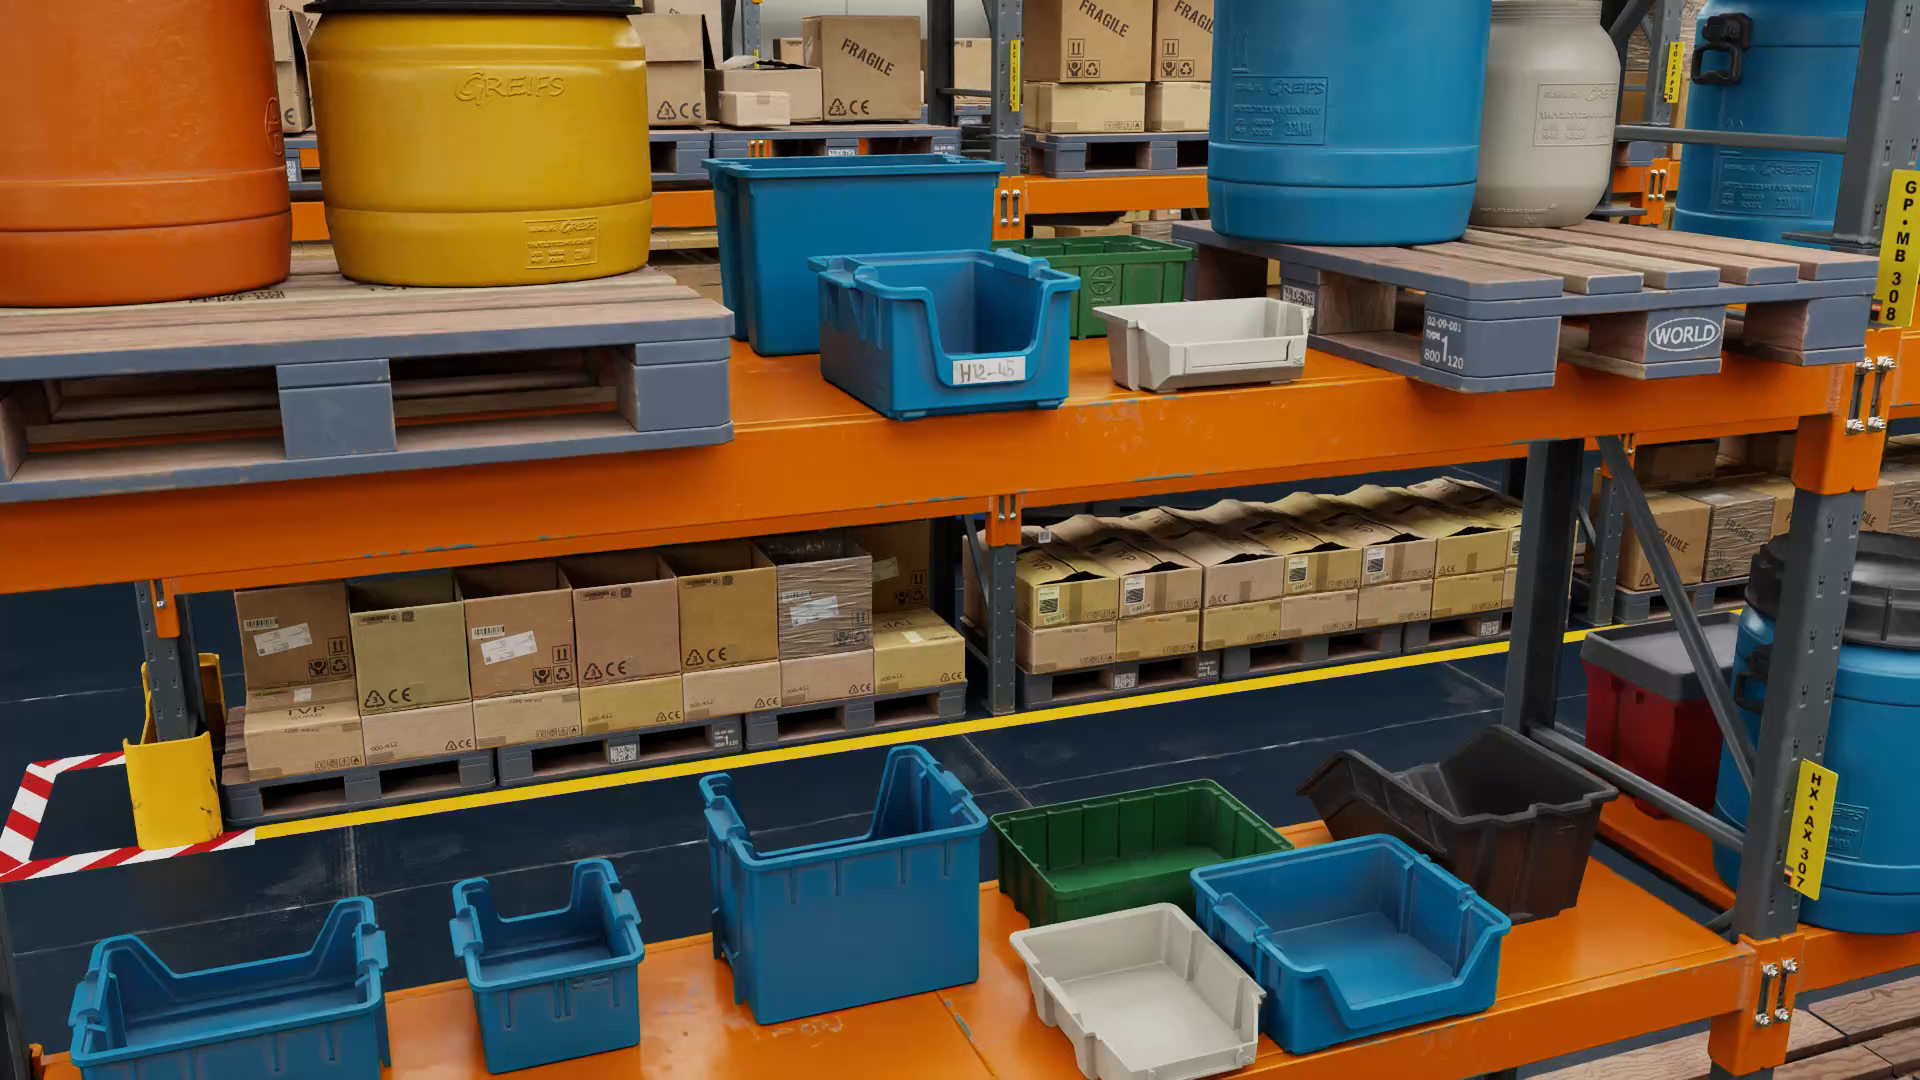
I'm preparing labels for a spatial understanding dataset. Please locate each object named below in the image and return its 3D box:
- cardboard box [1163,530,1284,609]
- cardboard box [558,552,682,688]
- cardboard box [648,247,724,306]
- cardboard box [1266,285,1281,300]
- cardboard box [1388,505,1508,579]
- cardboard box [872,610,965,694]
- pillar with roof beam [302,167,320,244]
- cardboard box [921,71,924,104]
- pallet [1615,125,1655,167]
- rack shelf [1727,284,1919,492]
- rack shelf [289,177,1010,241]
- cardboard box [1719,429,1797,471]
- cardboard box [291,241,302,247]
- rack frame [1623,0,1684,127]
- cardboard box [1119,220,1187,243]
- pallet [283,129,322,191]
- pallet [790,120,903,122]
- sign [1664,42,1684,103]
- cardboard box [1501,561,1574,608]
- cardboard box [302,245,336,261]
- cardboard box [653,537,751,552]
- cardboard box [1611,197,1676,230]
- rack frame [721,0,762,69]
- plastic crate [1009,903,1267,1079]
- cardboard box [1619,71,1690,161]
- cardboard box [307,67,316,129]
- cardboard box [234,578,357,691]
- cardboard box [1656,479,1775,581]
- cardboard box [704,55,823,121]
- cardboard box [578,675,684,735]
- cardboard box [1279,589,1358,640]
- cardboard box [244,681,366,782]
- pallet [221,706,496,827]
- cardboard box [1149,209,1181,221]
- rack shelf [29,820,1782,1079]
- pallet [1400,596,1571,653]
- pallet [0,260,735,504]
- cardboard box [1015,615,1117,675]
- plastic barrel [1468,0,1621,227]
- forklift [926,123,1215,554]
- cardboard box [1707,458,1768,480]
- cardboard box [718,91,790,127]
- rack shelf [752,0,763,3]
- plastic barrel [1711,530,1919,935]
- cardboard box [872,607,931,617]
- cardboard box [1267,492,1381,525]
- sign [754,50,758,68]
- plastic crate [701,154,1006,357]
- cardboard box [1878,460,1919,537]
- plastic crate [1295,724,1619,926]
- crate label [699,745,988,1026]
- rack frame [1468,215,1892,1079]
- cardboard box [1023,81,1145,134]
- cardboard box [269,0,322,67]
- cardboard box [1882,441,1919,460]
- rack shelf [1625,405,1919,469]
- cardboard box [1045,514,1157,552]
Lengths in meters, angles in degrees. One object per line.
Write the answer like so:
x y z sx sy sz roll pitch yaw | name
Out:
1.488 0.141 9.433 0.500 0.311 0.500 -7 18 -22 | cardboard box
-1.693 0.385 8.266 0.500 0.500 0.500 -6 17 -20 | cardboard box
-1.291 -1.152 8.219 0.500 0.500 0.700 -6 17 -20 | cardboard box
2.648 -2.221 14.746 0.250 0.149 0.380 -6 17 -19 | cardboard box
2.912 -0.013 9.957 0.500 0.311 0.500 -6 18 -21 | cardboard box
-0.294 0.592 8.893 0.500 0.250 0.500 -6 17 -20 | cardboard box
-3.566 -3.573 8.296 0.400 9.000 9.100 -6 17 -20 | pillar with roof beam
-0.601 -3.627 13.215 0.500 0.311 0.500 -6 17 -18 | cardboard box
3.194 -2.290 9.584 1.003 0.211 1.213 -5 17 -18 | pallet
3.697 -0.622 4.845 4.000 0.370 1.077 -6 17 -20 | rack shelf
-1.807 -1.522 7.911 4.000 0.370 1.077 -6 17 -20 | rack shelf
5.590 -0.672 11.387 0.500 0.250 0.500 -7 18 -21 | cardboard box
-5.087 -1.930 12.248 0.500 0.500 0.500 -6 18 -21 | cardboard box
3.796 -3.912 9.447 0.127 3.000 1.000 -6 17 -20 | rack frame
1.584 -2.545 14.483 0.500 0.500 0.700 -8 18 -27 | cardboard box
-3.005 -1.688 7.355 1.213 0.211 1.003 -6 17 -20 | pallet
-1.101 -3.316 13.077 1.003 0.211 1.213 -6 17 -20 | pallet
3.987 -2.612 9.286 0.005 0.325 0.100 -6 17 -20 | sign
3.392 0.202 10.222 0.500 0.250 0.500 -6 17 -19 | cardboard box
-4.432 -1.843 11.951 0.500 0.500 0.500 -6 17 -20 | cardboard box
-1.418 0.193 8.920 0.500 0.500 0.500 -6 17 -20 | cardboard box
6.951 -3.006 16.478 0.700 0.700 0.980 -7 18 -21 | cardboard box
-1.715 -4.811 12.511 0.127 3.000 1.000 -6 17 -20 | rack frame
0.404 1.031 3.733 0.437 0.136 0.530 -6 17 -20 | plastic crate
4.191 -2.573 10.036 0.500 0.500 0.910 -6 17 -20 | cardboard box
-4.535 -3.039 11.587 0.500 0.500 0.500 -5 17 -16 | cardboard box
-3.280 0.399 8.219 0.500 0.500 0.500 -6 17 -20 | cardboard box
4.810 -0.070 10.668 0.500 0.500 0.500 -7 18 -22 | cardboard box
-1.008 -2.259 8.308 0.500 0.311 0.500 -7 18 -23 | cardboard box
-1.693 0.745 8.373 0.500 0.250 0.500 -6 17 -20 | cardboard box
1.962 0.357 9.693 0.500 0.250 0.500 -6 17 -19 | cardboard box
-3.094 0.896 7.859 0.500 0.250 0.500 -6 17 -20 | cardboard box
-2.975 1.023 8.239 1.213 0.211 1.003 -6 17 -20 | pallet
1.708 -2.864 14.417 0.250 0.149 0.380 -9 18 -27 | cardboard box
-0.038 1.221 3.895 4.000 0.370 1.077 -6 17 -20 | rack shelf
3.013 0.378 10.438 1.213 0.211 1.003 -6 17 -20 | pallet
-1.098 -0.329 2.907 1.213 0.211 1.003 -6 17 -20 | pallet
0.526 0.512 9.164 0.500 0.250 0.500 -7 18 -21 | cardboard box
1.357 -1.029 4.011 0.421 0.512 0.421 0 16 0 | plastic barrel
0.672 -1.378 11.587 3.031 2.935 1.130 2 16 6 | forklift
5.068 -0.253 11.292 0.500 0.500 0.500 -7 18 -22 | cardboard box
-0.968 -2.024 7.794 0.250 0.149 0.380 -6 17 -20 | cardboard box
0.152 -4.476 13.355 4.000 0.370 1.077 -6 17 -20 | rack shelf
2.299 0.474 4.271 0.708 0.901 0.600 -6 17 -20 | plastic barrel
-0.481 0.455 9.360 0.500 0.250 0.500 -6 17 -20 | cardboard box
2.237 -0.103 10.264 0.500 0.311 0.500 -7 18 -22 | cardboard box
-1.514 -3.478 12.377 0.005 0.325 0.100 -6 17 -20 | sign
-0.233 -0.626 3.611 0.575 0.384 0.392 -6 17 -20 | plastic crate
6.240 -0.225 11.196 0.500 0.500 0.500 -6 17 -19 | cardboard box
1.295 0.723 4.423 0.504 0.338 0.767 -6 17 -20 | plastic crate
-0.284 0.803 3.976 0.616 0.435 0.502 -6 17 -20 | crate label
1.830 0.674 4.480 0.127 3.000 1.000 -6 17 -20 | rack frame
0.639 -2.258 8.662 0.500 0.250 0.500 -4 17 -14 | cardboard box
-4.518 -3.518 11.444 0.500 0.500 0.500 -6 18 -21 | cardboard box
6.498 -0.407 11.815 0.500 0.500 0.500 -6 17 -19 | cardboard box
5.663 -0.890 11.081 4.000 0.370 1.077 -6 17 -20 | rack shelf
0.820 0.049 9.749 0.500 0.311 0.500 -6 17 -19 | cardboard box
